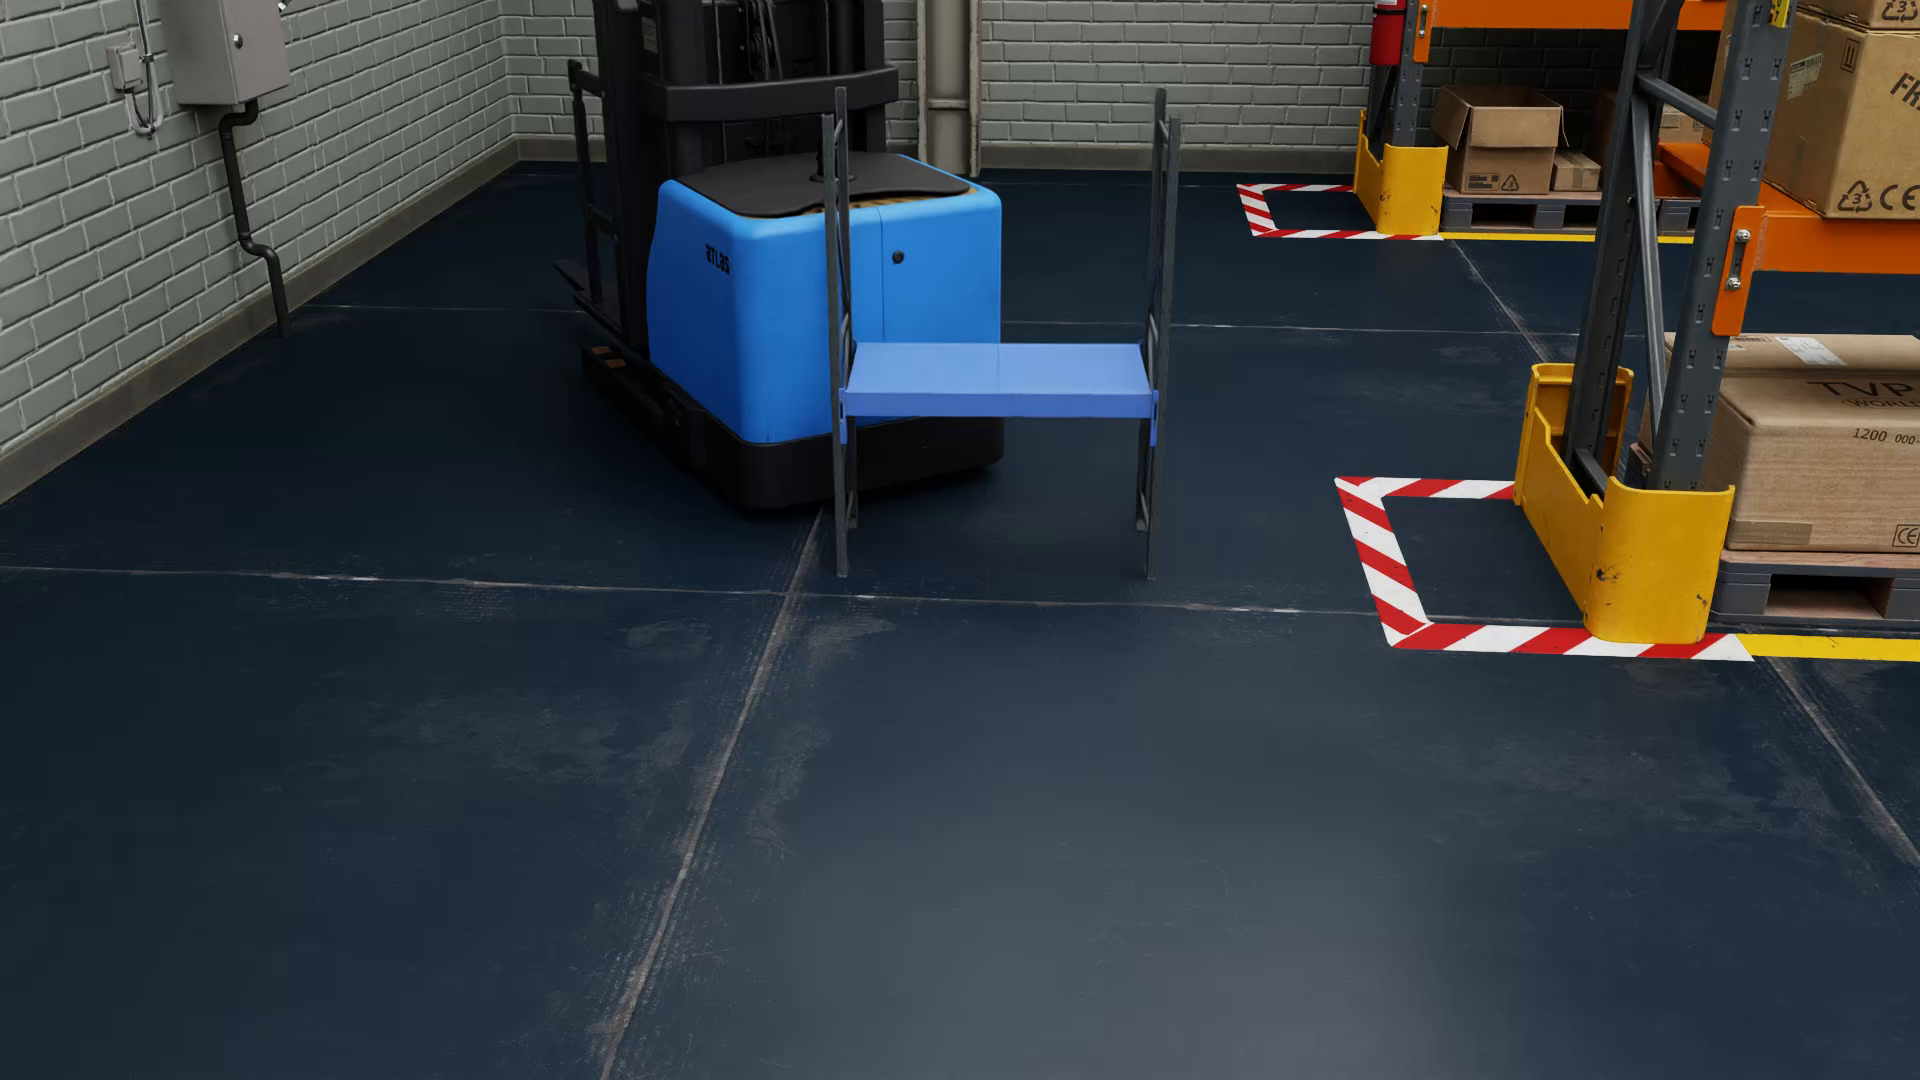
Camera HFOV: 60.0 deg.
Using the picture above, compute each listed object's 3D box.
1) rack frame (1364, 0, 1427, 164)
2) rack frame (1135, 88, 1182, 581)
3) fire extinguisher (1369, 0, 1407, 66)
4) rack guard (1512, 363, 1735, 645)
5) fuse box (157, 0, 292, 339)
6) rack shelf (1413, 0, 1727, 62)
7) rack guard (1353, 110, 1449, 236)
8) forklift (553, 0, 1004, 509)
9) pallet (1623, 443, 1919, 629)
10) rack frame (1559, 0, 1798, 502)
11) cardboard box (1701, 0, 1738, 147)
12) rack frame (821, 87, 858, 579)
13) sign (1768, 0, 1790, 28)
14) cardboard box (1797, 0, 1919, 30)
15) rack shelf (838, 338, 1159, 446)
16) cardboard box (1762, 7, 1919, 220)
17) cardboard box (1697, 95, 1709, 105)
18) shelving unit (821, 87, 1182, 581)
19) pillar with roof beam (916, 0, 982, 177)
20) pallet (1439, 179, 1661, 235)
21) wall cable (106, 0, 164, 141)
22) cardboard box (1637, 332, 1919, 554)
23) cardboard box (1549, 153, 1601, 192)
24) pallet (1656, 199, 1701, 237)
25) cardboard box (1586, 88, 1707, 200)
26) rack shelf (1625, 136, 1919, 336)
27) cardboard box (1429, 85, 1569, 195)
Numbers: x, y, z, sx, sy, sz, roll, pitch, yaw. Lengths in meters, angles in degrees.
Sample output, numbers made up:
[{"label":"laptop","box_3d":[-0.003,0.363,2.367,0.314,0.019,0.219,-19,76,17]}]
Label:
[{"label":"rack frame","box_3d":[2.550,-3.358,9.460,0.127,3.000,1.000,2,25,4]},{"label":"rack frame","box_3d":[0.633,-0.650,5.368,0.032,1.500,0.500,0,25,1]},{"label":"fire extinguisher","box_3d":[2.368,-2.966,9.146,0.183,0.674,0.296,2,25,4]},{"label":"rack guard","box_3d":[2.150,-0.155,5.488,0.348,0.500,1.175,2,25,4]},{"label":"fuse box","box_3d":[-3.144,-1.746,7.497,0.414,1.711,0.539,2,25,4]},{"label":"rack shelf","box_3d":[4.545,-2.968,9.471,4.000,0.370,1.077,2,25,4]},{"label":"rack guard","box_3d":[2.626,-2.220,9.977,0.348,0.500,1.175,2,25,4]},{"label":"forklift","box_3d":[-0.985,-2.018,6.629,1.130,2.935,3.031,-13,28,-26]},{"label":"pallet","box_3d":[2.977,-0.030,5.562,1.213,0.211,1.003,2,25,4]},{"label":"rack frame","box_3d":[2.174,-1.289,4.964,0.127,3.000,1.000,2,25,4]},{"label":"cardboard box","box_3d":[2.675,-1.430,5.149,0.500,0.500,0.500,2,25,4]},{"label":"rack frame","box_3d":[-0.384,-0.658,5.386,0.032,1.500,0.500,0,25,1]},{"label":"sign","box_3d":[2.126,-1.488,4.264,0.005,0.325,0.100,2,25,4]},{"label":"cardboard box","box_3d":[2.631,-1.655,4.442,0.500,0.500,0.500,1,25,3]},{"label":"rack shelf","box_3d":[0.125,-0.491,5.452,1.000,0.185,0.538,0,25,1]},{"label":"cardboard box","box_3d":[2.631,-1.200,4.649,0.500,0.500,0.500,2,25,4]},{"label":"cardboard box","box_3d":[4.522,-2.252,9.544,0.500,0.500,0.500,2,25,5]},{"label":"shelving unit","box_3d":[0.125,-0.654,5.377,1.048,1.500,0.538,0,25,1]},{"label":"pillar with roof beam","box_3d":[-0.398,-4.751,5.311,0.400,9.000,9.100,2,25,4]},{"label":"pallet","box_3d":[3.421,-2.064,9.983,1.213,0.211,1.003,2,25,4]},{"label":"wall cable","box_3d":[-3.353,-2.513,6.408,0.122,1.984,0.588,2,25,4]},{"label":"cardboard box","box_3d":[2.840,-0.337,5.456,0.875,0.438,0.875,1,25,2]},{"label":"cardboard box","box_3d":[3.574,-2.165,9.775,0.250,0.149,0.380,1,25,2]},{"label":"pallet","box_3d":[4.634,-2.024,9.896,1.213,0.211,1.003,2,25,4]},{"label":"cardboard box","box_3d":[4.002,-2.311,9.672,0.500,0.500,0.700,3,25,6]},{"label":"rack shelf","box_3d":[4.168,-0.899,4.975,4.000,0.370,1.077,2,25,4]},{"label":"cardboard box","box_3d":[3.153,-2.356,9.766,0.637,0.503,0.797,1,25,2]}]
